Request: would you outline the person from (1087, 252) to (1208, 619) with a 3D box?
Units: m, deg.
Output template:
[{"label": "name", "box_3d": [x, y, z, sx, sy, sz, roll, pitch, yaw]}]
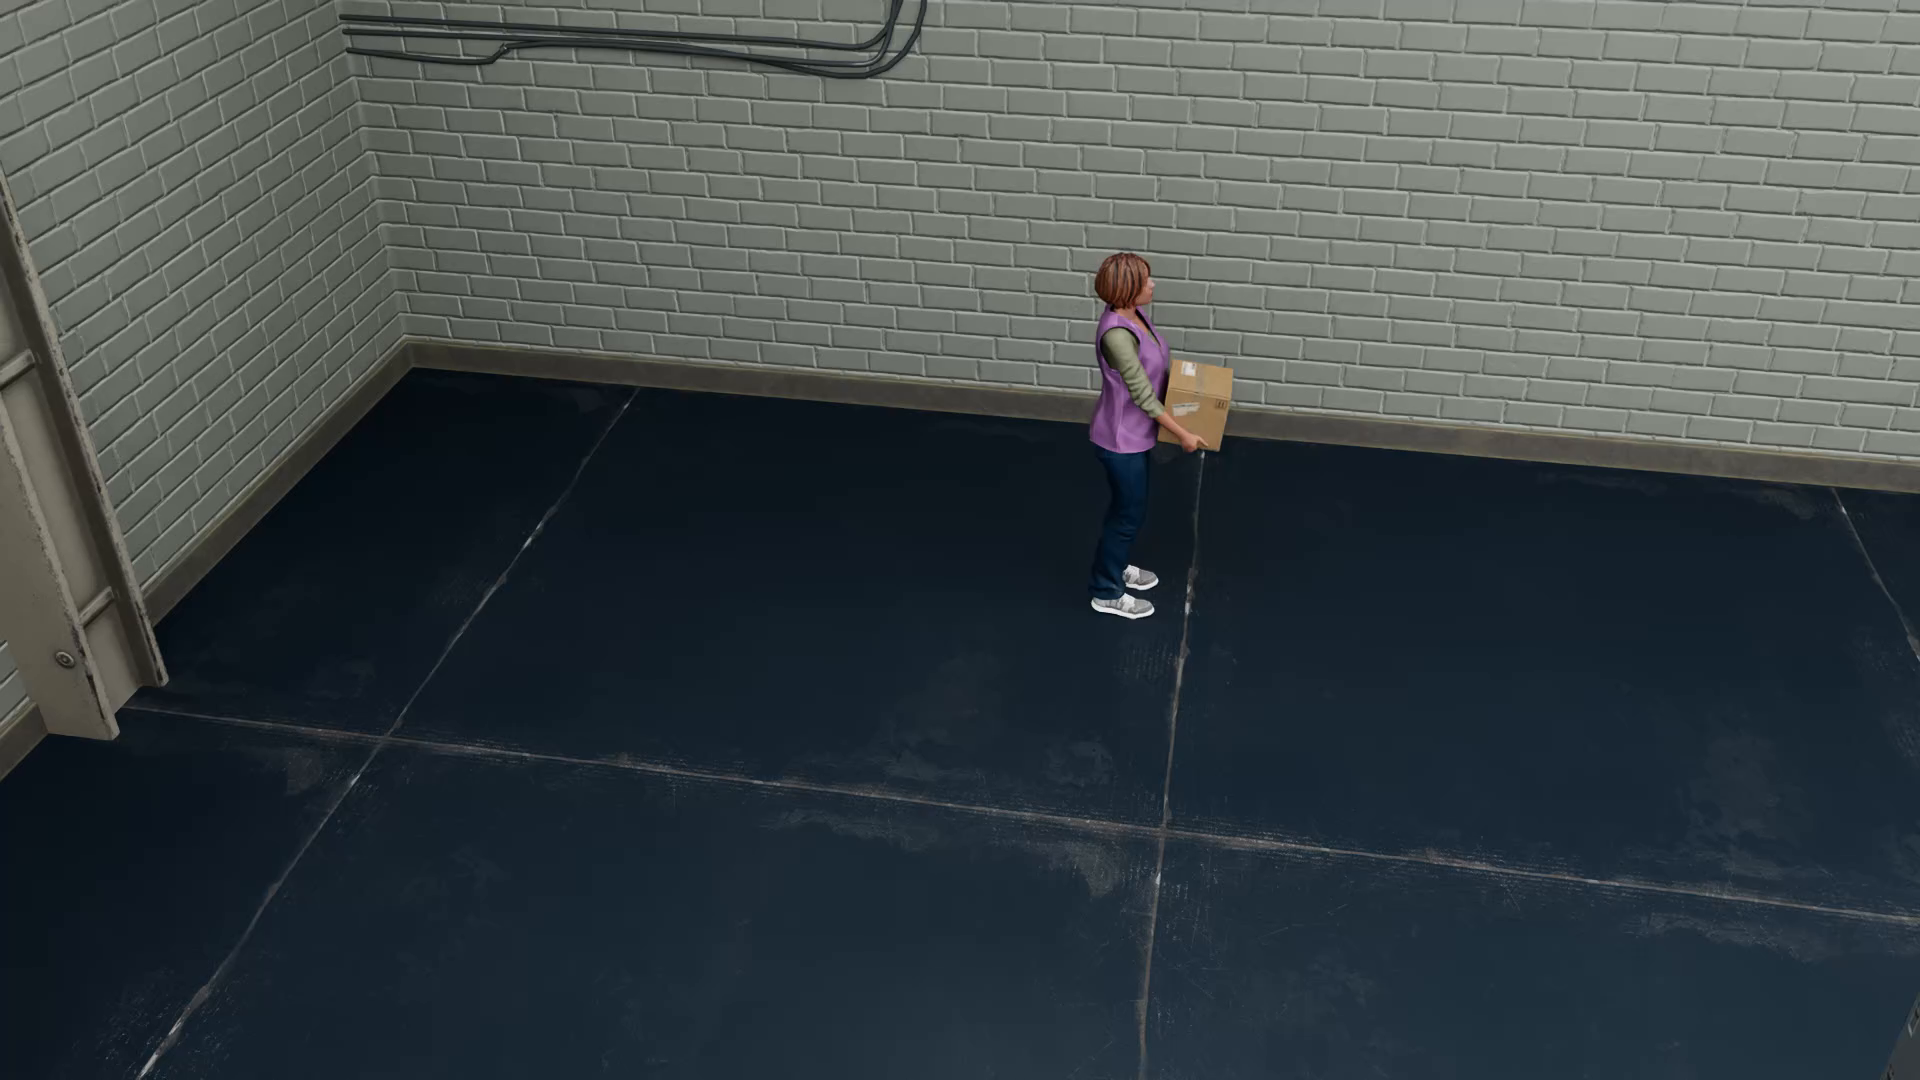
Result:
[{"label": "person", "box_3d": [0.768, -0.410, 6.801, 0.492, 1.574, 0.406, 5, 33, 8]}]
